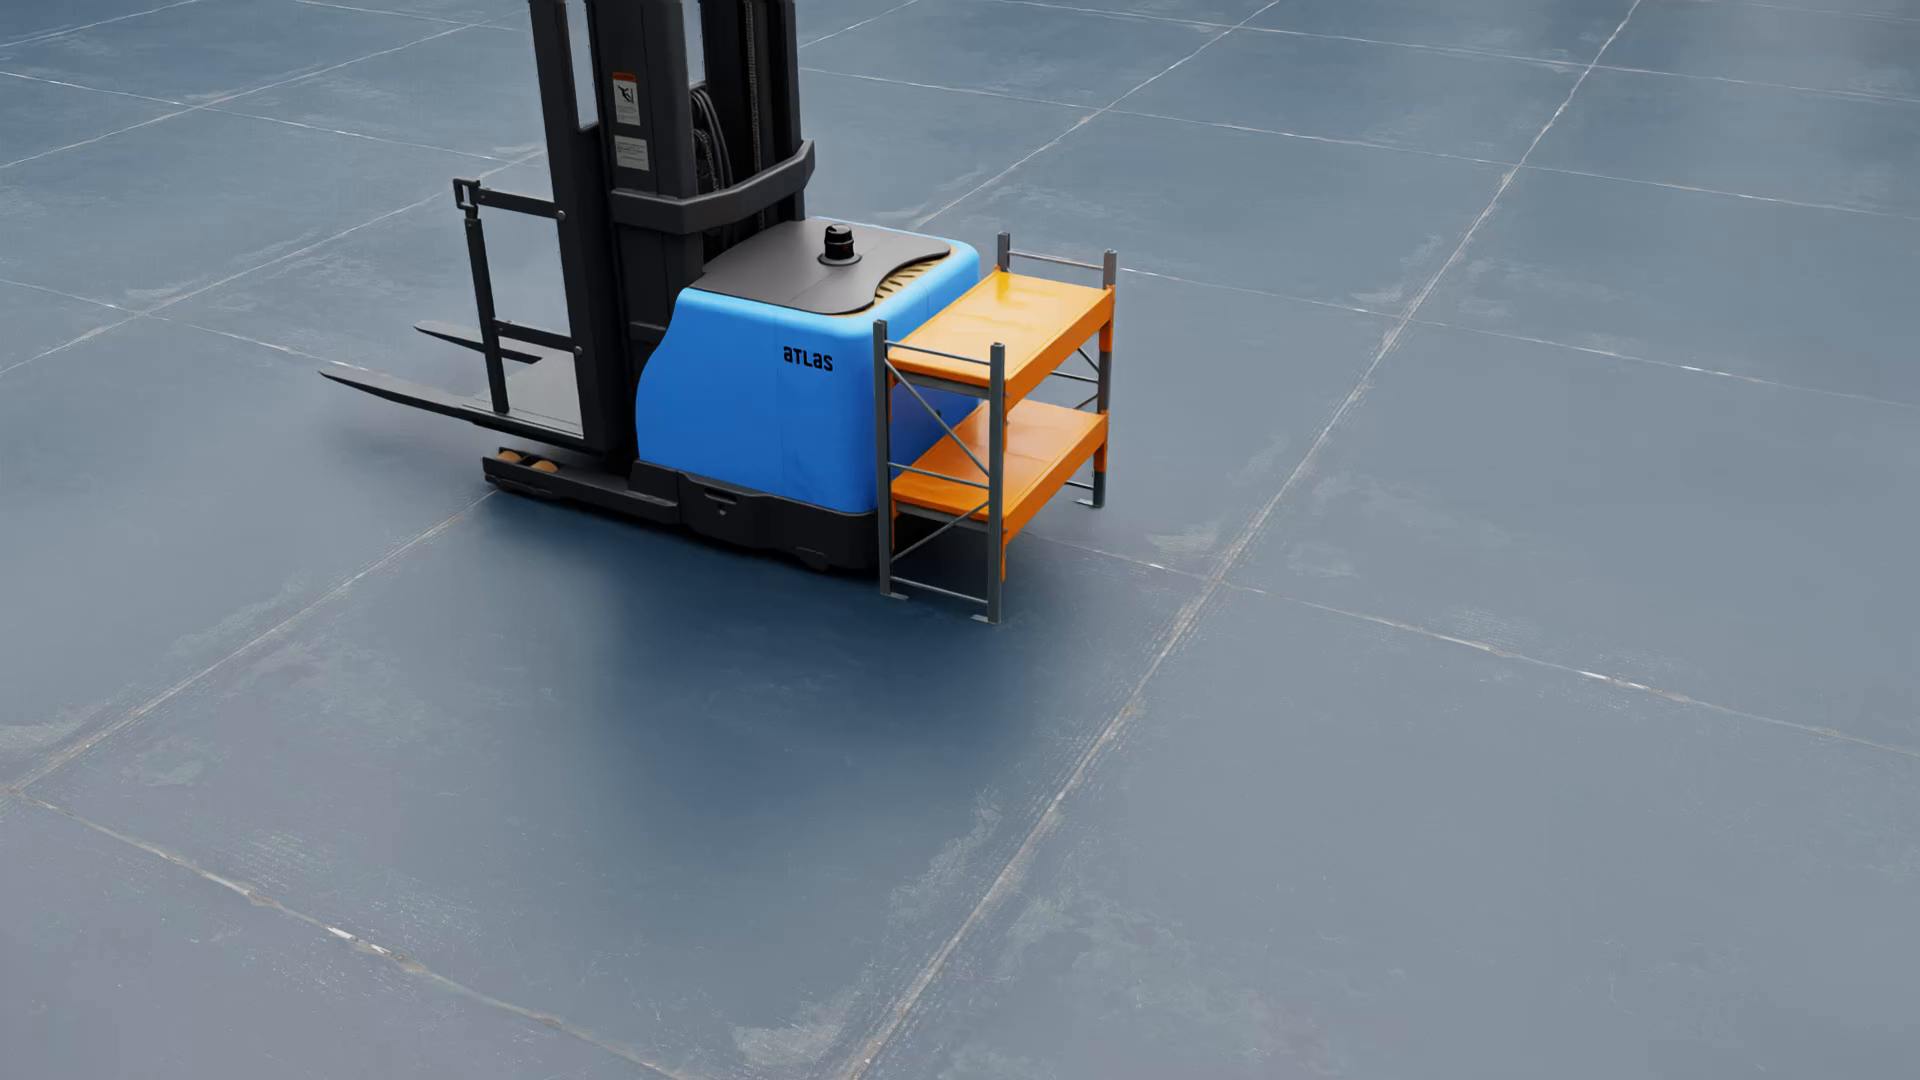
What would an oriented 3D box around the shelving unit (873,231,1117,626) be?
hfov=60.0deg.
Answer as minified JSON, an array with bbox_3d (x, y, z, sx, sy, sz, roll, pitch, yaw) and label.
[{"bbox_3d":[0.151,-0.455,6.413,0.538,1.125,1.048,14,33,23],"label":"shelving unit"}]

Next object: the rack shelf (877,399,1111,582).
[{"bbox_3d":[0.151,-0.243,6.535,0.538,0.278,1.000,14,33,23],"label":"rack shelf"}]

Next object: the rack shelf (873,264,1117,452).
[{"bbox_3d":[0.151,-0.709,6.267,0.538,0.278,1.000,14,33,23],"label":"rack shelf"}]

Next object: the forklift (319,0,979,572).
[{"bbox_3d":[-1.456,-1.654,6.687,3.031,2.935,1.130,14,33,24],"label":"forklift"}]

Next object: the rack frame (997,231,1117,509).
[{"bbox_3d":[0.379,-0.682,6.807,0.500,1.125,0.032,14,33,23],"label":"rack frame"}]

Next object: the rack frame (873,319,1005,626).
[{"bbox_3d":[-0.076,-0.229,6.019,0.500,1.125,0.032,14,33,23],"label":"rack frame"}]
